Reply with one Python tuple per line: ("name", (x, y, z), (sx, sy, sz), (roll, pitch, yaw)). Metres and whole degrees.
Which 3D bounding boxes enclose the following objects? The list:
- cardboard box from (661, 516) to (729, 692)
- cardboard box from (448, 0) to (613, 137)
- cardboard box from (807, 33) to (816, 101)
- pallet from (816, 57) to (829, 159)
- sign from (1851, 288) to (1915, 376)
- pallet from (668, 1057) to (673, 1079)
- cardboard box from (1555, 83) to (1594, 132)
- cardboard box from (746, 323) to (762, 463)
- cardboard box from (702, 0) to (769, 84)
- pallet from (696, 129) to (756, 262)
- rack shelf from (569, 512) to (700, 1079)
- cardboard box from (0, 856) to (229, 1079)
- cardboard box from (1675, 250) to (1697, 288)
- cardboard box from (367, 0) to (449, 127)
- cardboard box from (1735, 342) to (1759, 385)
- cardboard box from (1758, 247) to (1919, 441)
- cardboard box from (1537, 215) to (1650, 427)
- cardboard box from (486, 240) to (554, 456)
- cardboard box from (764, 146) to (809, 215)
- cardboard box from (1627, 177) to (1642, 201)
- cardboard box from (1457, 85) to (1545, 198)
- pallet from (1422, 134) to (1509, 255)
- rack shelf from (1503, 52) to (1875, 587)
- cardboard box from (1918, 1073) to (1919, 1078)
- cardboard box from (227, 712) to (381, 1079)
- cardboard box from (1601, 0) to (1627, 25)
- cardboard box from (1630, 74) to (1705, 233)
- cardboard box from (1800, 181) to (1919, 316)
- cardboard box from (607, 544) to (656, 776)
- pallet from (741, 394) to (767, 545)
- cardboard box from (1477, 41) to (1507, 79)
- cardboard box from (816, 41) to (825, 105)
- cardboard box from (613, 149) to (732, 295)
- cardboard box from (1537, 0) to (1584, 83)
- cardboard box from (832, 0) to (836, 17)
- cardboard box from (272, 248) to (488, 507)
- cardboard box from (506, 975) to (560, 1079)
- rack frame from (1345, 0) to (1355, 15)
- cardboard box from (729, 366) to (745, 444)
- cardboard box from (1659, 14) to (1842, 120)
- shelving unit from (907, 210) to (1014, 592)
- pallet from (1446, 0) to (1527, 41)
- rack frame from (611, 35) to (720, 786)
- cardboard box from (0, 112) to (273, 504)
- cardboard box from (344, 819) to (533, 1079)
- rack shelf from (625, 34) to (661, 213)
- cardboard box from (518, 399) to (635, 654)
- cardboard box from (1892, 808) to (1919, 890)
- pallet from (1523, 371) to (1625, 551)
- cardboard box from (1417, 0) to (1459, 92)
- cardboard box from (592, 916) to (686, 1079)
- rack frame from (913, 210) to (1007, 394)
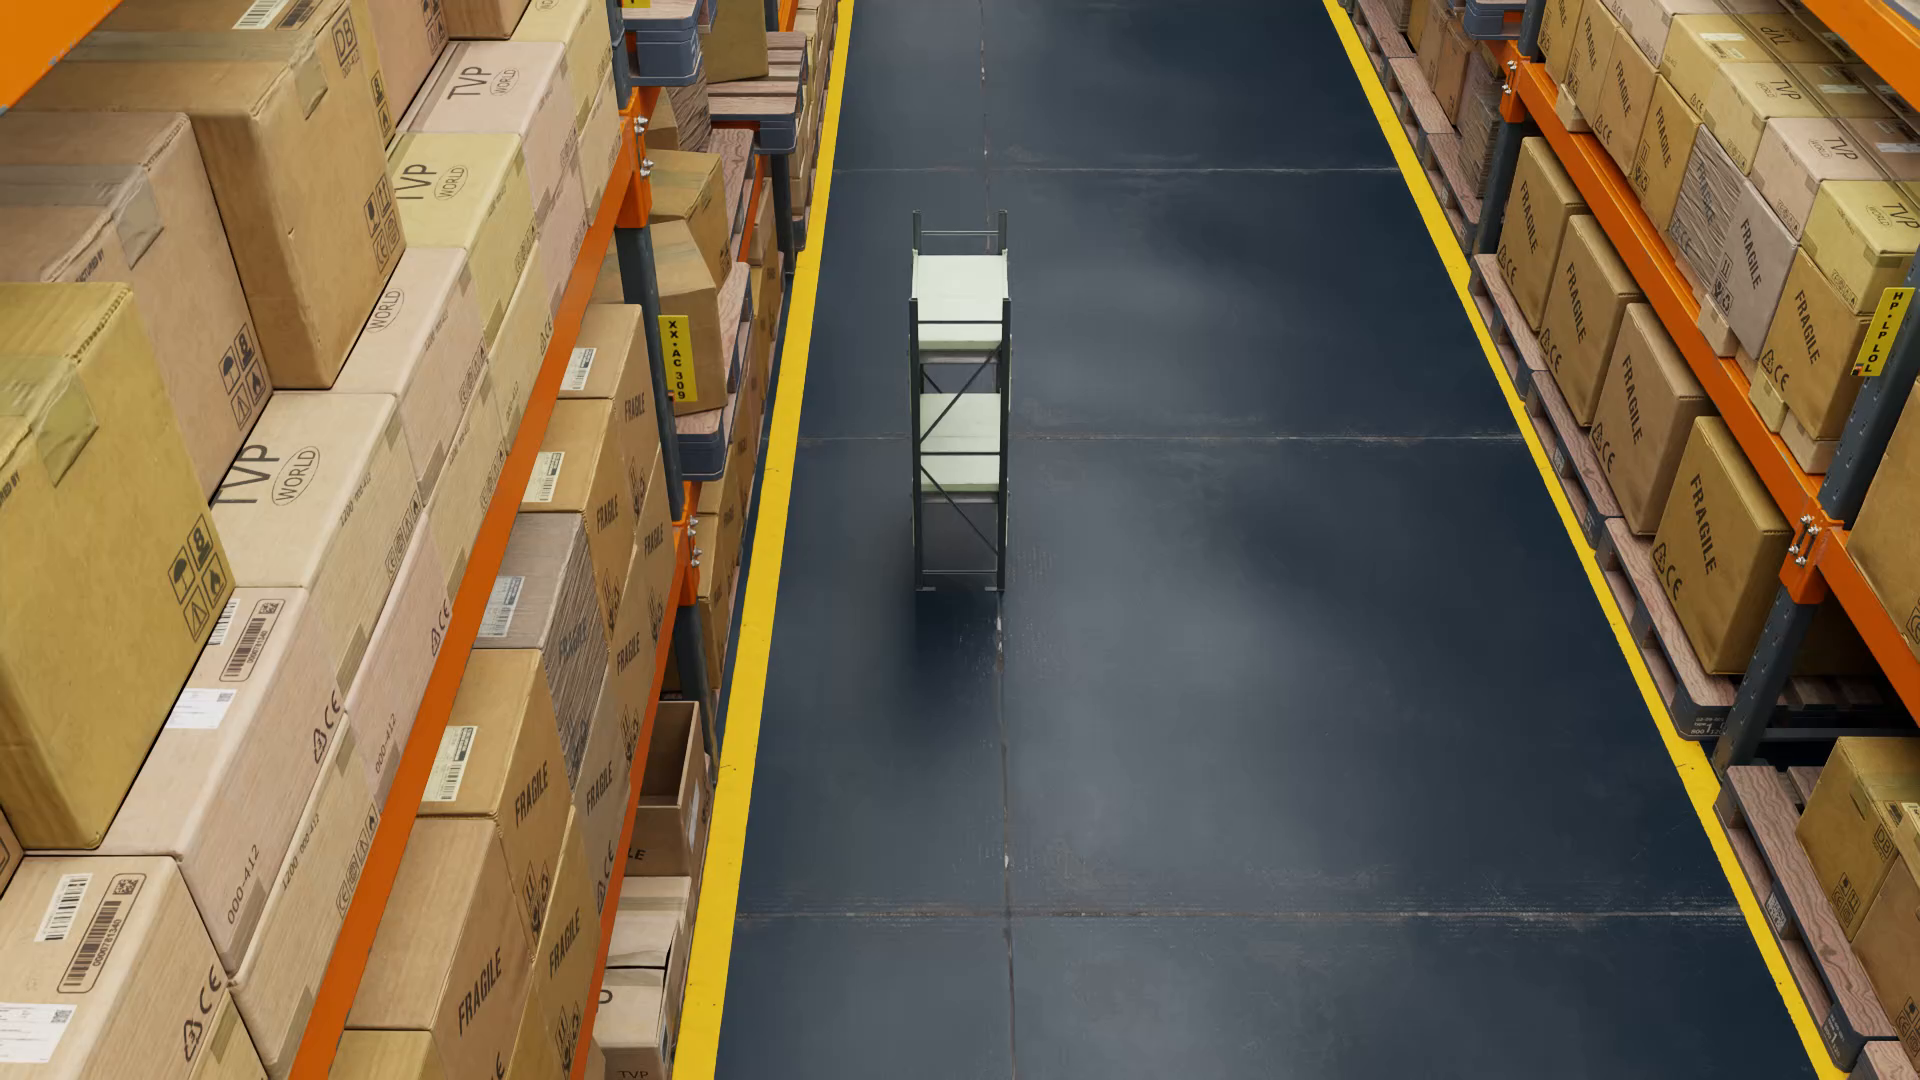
("cardboard box", (-1.216, 0.259, 6.675), (0.500, 0.500, 0.500), (-2, 39, -2))
("cardboard box", (-1.187, -1.245, 4.227), (0.500, 0.250, 0.500), (0, 39, 0))
("cardboard box", (-1.178, -3.029, 10.545), (0.500, 0.311, 0.500), (-1, 39, -1))
("pallet", (-1.424, -2.931, 11.239), (1.003, 0.211, 1.213), (0, 39, 0))
("sign", (2.952, -0.663, 5.316), (0.100, 0.325, 0.005), (0, 39, 0))
("pallet", (-1.455, 2.040, 5.035), (1.003, 0.211, 1.213), (0, 39, 0))
("cardboard box", (3.166, -2.129, 8.194), (0.380, 0.149, 0.250), (1, 39, 1))
("cardboard box", (-1.221, -0.703, 7.876), (0.500, 0.500, 0.500), (-1, 39, -2))
("cardboard box", (-1.350, -2.553, 8.121), (0.700, 0.500, 0.500), (-12, 40, -15))
("pallet", (-1.457, -1.453, 7.318), (1.003, 0.211, 1.213), (0, 39, 0))
("rack shelf", (-1.457, 1.289, 4.318), (1.077, 0.370, 4.000), (0, 39, 0))
("cardboard box", (-1.195, 0.631, 1.886), (0.500, 0.250, 0.500), (0, 39, 0))
("cardboard box", (3.254, -1.164, 6.988), (0.380, 0.149, 0.250), (-1, 39, -1))
("cardboard box", (-1.562, -1.225, 3.602), (0.700, 0.500, 0.500), (0, 39, 0))
("cardboard box", (3.232, -0.689, 6.396), (0.380, 0.149, 0.250), (1, 39, 1))
("cardboard box", (3.242, -0.700, 5.891), (0.500, 0.500, 0.500), (-1, 39, -1))
("cardboard box", (3.354, -1.067, 8.066), (0.750, 0.750, 0.750), (0, 39, 0))
("cardboard box", (-1.193, -0.425, 3.603), (0.500, 0.250, 0.500), (0, 39, 0))
("cardboard box", (-1.171, -2.162, 9.913), (0.500, 0.250, 0.500), (0, 39, 0))
("cardboard box", (3.288, -1.649, 7.594), (0.380, 0.149, 0.250), (1, 39, 1))
("cardboard box", (3.437, -2.396, 9.988), (0.700, 0.500, 0.500), (0, 39, 1))
("pallet", (3.491, -2.150, 10.264), (1.003, 0.211, 1.213), (0, 39, 0))
("rack shelf", (3.492, -1.218, 7.447), (1.077, 0.370, 4.000), (0, 39, 0))
("cardboard box", (3.389, 1.666, 4.935), (0.700, 0.500, 0.500), (1, 39, 1))
("cardboard box", (-1.188, 0.513, 2.432), (0.500, 0.250, 0.500), (0, 39, 0))
("cardboard box", (3.234, -2.585, 7.643), (0.500, 0.250, 0.500), (-1, 39, -1))
("cardboard box", (3.234, -1.645, 7.070), (0.500, 0.500, 0.500), (1, 39, 1))
("cardboard box", (3.238, -0.996, 5.660), (0.500, 0.250, 0.500), (1, 39, 1))
("cardboard box", (-1.200, 0.353, 4.830), (0.500, 0.500, 0.500), (1, 39, 1))
("pallet", (-1.502, -0.428, 8.115), (1.003, 0.211, 1.213), (0, 39, 0))
("cardboard box", (3.499, -3.045, 10.199), (0.500, 0.250, 0.500), (1, 39, 1))
("cardboard box", (-1.179, -3.122, 11.111), (0.500, 0.250, 0.500), (1, 39, 1))
("cardboard box", (-1.300, -1.172, 6.397), (0.700, 0.500, 0.500), (6, 39, 7))
("cardboard box", (3.235, -2.609, 8.273), (0.500, 0.500, 0.500), (1, 39, 1))
("cardboard box", (-1.178, -4.077, 12.302), (0.500, 0.250, 0.500), (0, 39, 0))
("cardboard box", (-1.192, -0.307, 3.056), (0.500, 0.250, 0.500), (0, 39, 0))
("cardboard box", (-1.195, 1.306, 3.642), (0.500, 0.500, 0.500), (0, 39, 0))
("rack frame", (3.485, -5.251, 11.904), (1.000, 3.000, 0.127), (0, 39, 0))
("cardboard box", (-1.217, -0.659, 7.221), (0.500, 0.250, 0.500), (0, 39, 0))
("cardboard box", (3.245, -1.953, 6.855), (0.500, 0.250, 0.500), (-1, 39, -1))
("shelving unit", (0.000, -0.589, 7.286), (0.431, 1.500, 0.755), (0, 39, 0))
("pallet", (3.383, -3.120, 9.398), (1.213, 0.211, 1.003), (0, 39, 0))
("rack frame", (-1.459, -0.242, 5.654), (1.000, 3.000, 0.127), (0, 39, 0))
("cardboard box", (-1.495, -0.287, 2.432), (0.700, 0.500, 0.500), (0, 39, 0))
("cardboard box", (-1.195, 0.912, 3.333), (0.500, 0.500, 0.500), (0, 39, 1))
("rack shelf", (-1.461, -2.383, 6.501), (1.077, 0.370, 4.000), (0, 39, 0))
("cardboard box", (-1.196, -0.035, 4.516), (0.500, 0.500, 0.500), (-1, 39, -1))
("cardboard box", (3.211, 0.992, 5.257), (0.380, 0.149, 0.250), (1, 39, 1))
("pallet", (3.414, -0.407, 8.090), (1.003, 0.211, 1.213), (0, 39, 0))
("cardboard box", (3.514, -3.345, 11.172), (0.700, 0.500, 0.500), (0, 39, 0))
("cardboard box", (-1.174, 1.460, 5.327), (0.500, 0.311, 0.500), (0, 39, 0))
("rack frame", (0.000, -0.818, 7.572), (0.400, 1.500, 0.023), (0, 39, 0))
